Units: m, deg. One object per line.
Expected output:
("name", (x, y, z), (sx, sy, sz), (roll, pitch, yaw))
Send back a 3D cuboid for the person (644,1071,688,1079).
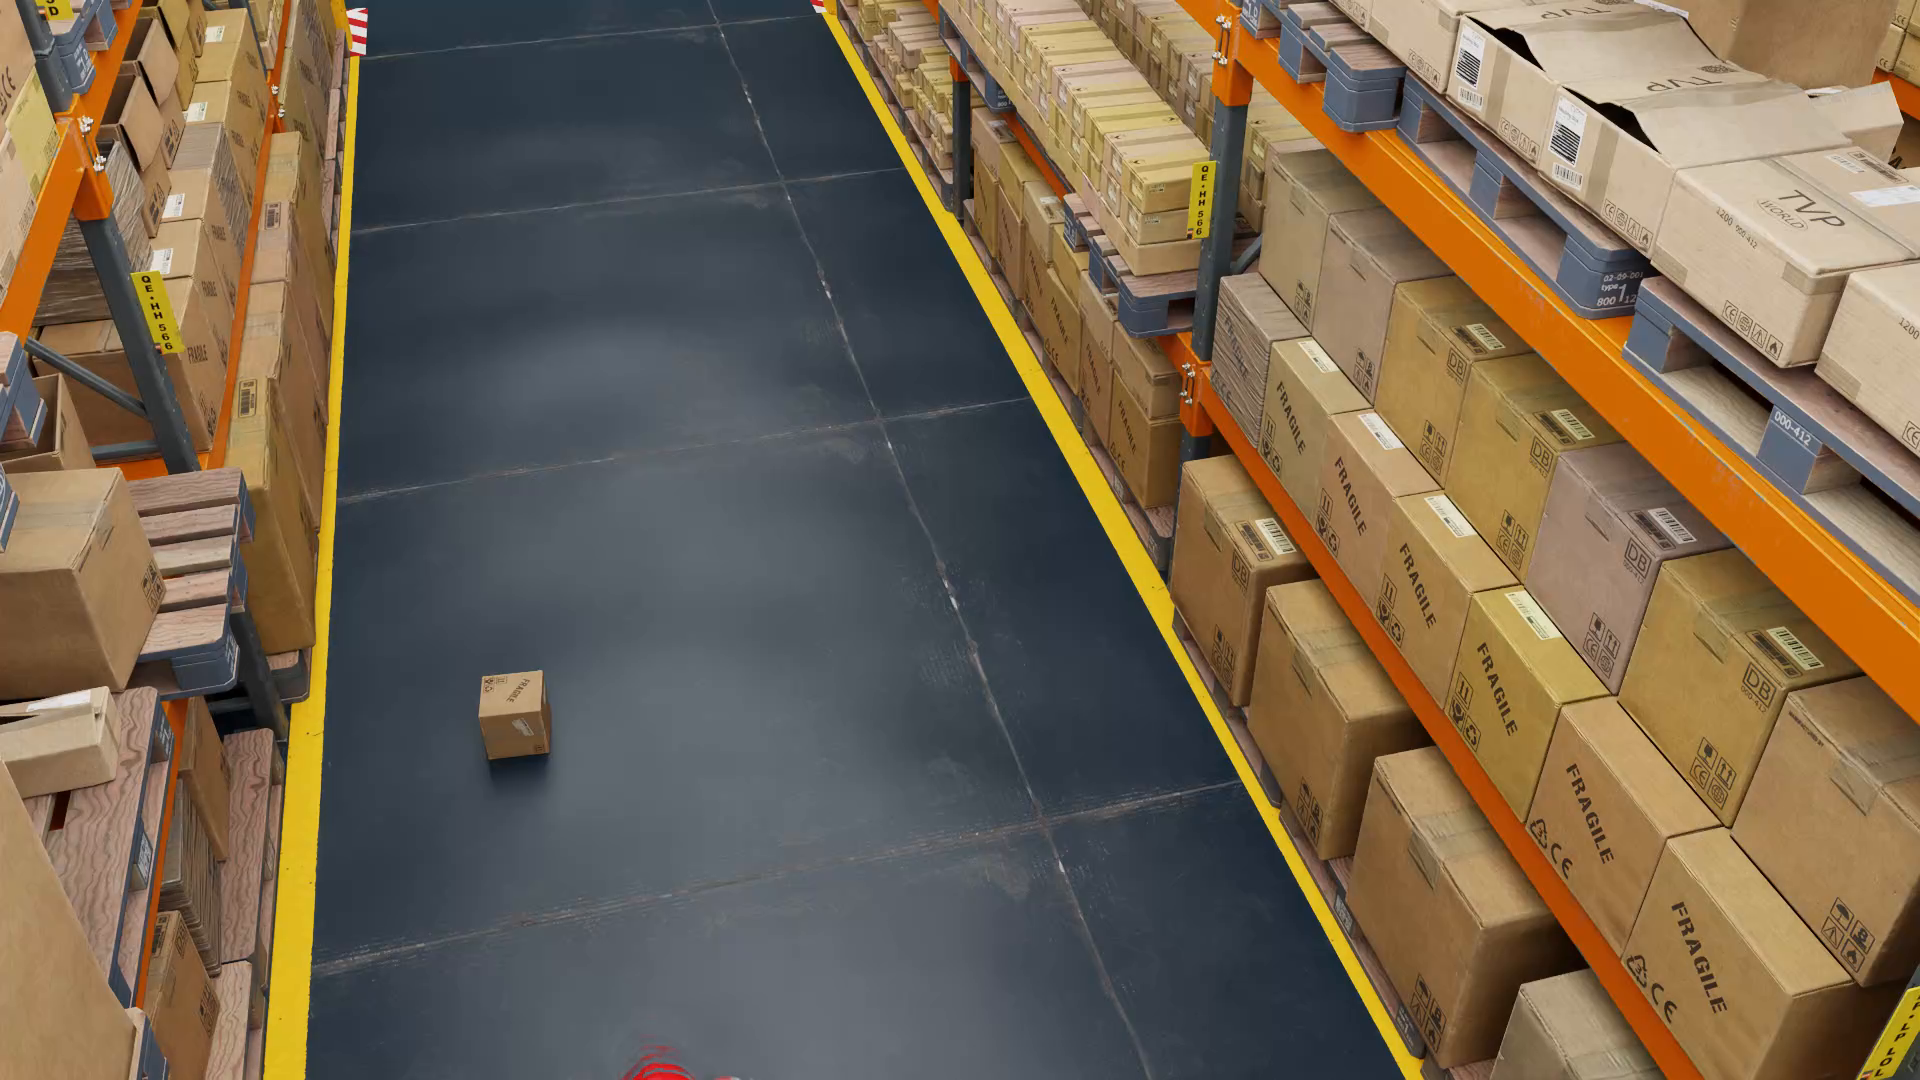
("person", (-0.643, 1.983, 4.142), (0.534, 1.742, 1.027), (-7, 38, -9))
